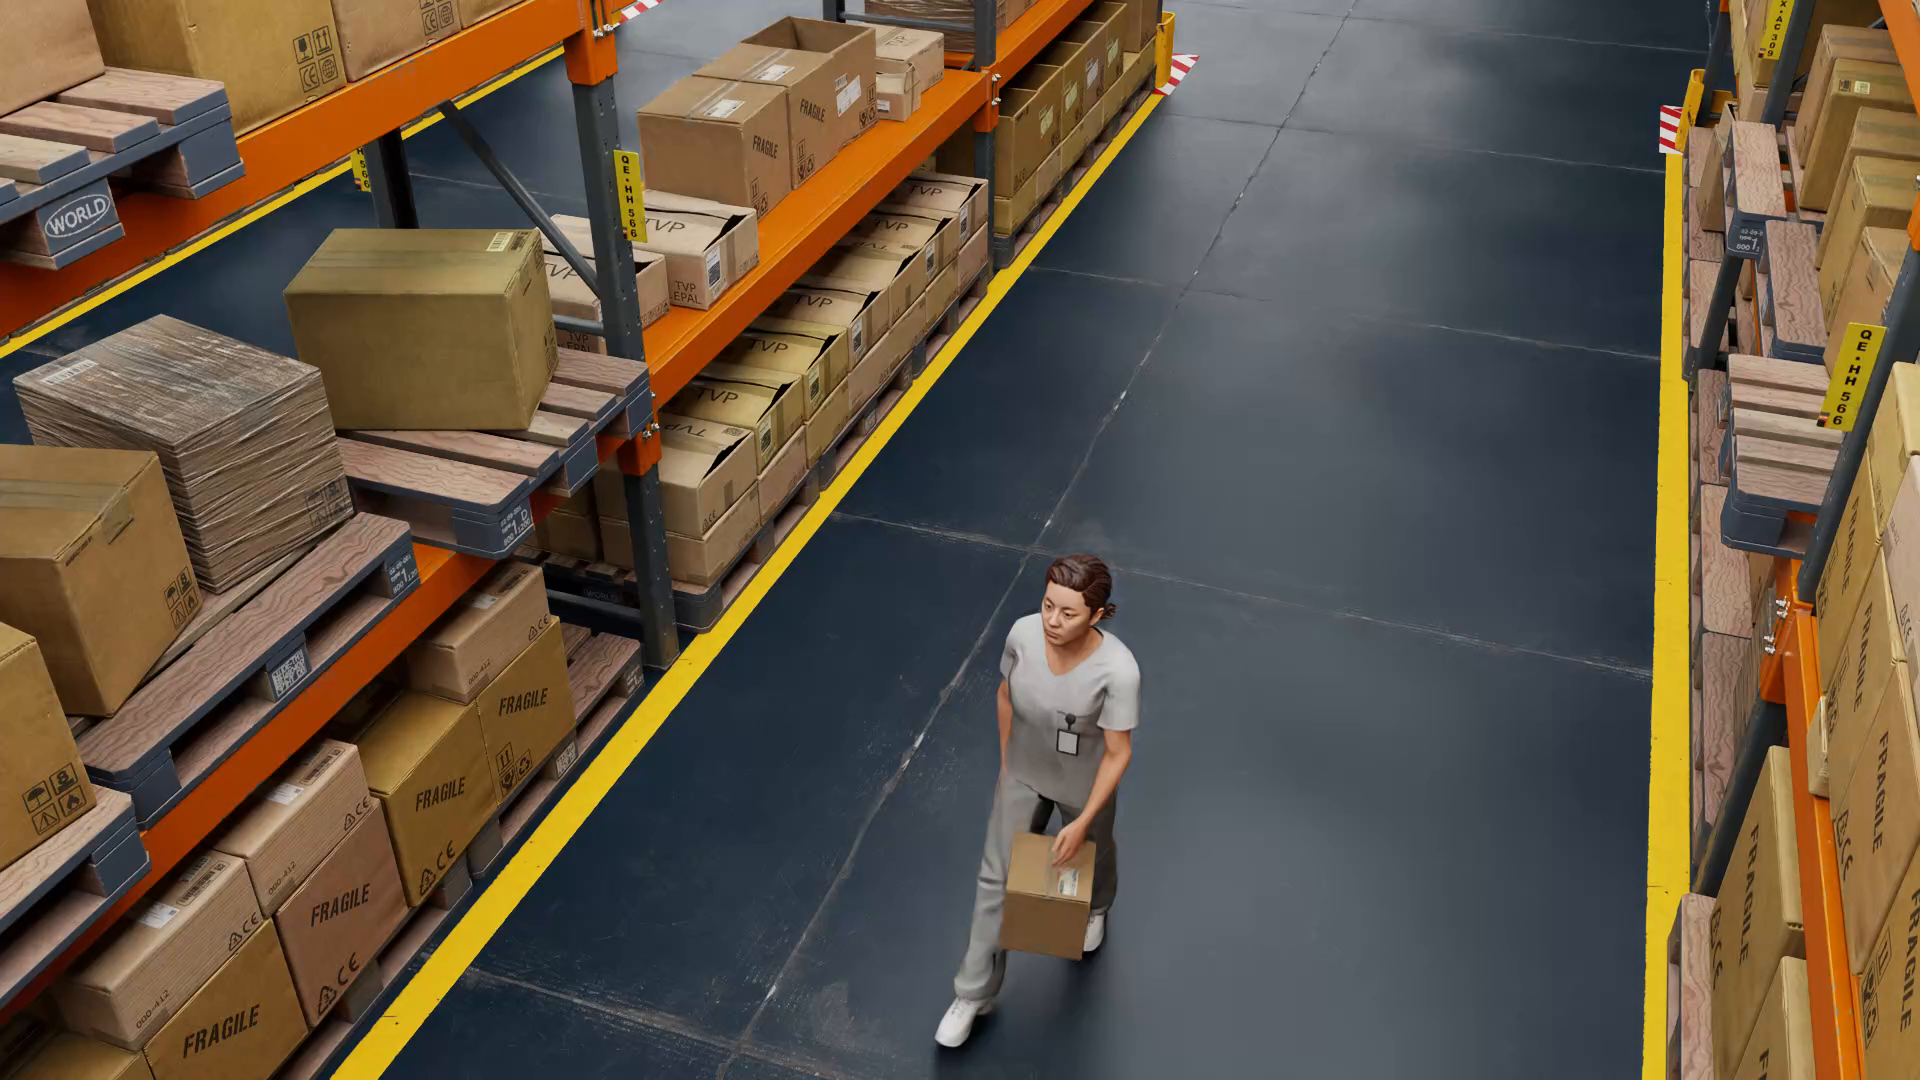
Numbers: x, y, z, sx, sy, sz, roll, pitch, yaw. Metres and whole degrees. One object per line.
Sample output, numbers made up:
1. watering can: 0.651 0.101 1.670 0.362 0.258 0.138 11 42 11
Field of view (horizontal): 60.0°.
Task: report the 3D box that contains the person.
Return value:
1. person: 0.283 0.762 4.988 0.472 1.633 0.896 15 36 21
